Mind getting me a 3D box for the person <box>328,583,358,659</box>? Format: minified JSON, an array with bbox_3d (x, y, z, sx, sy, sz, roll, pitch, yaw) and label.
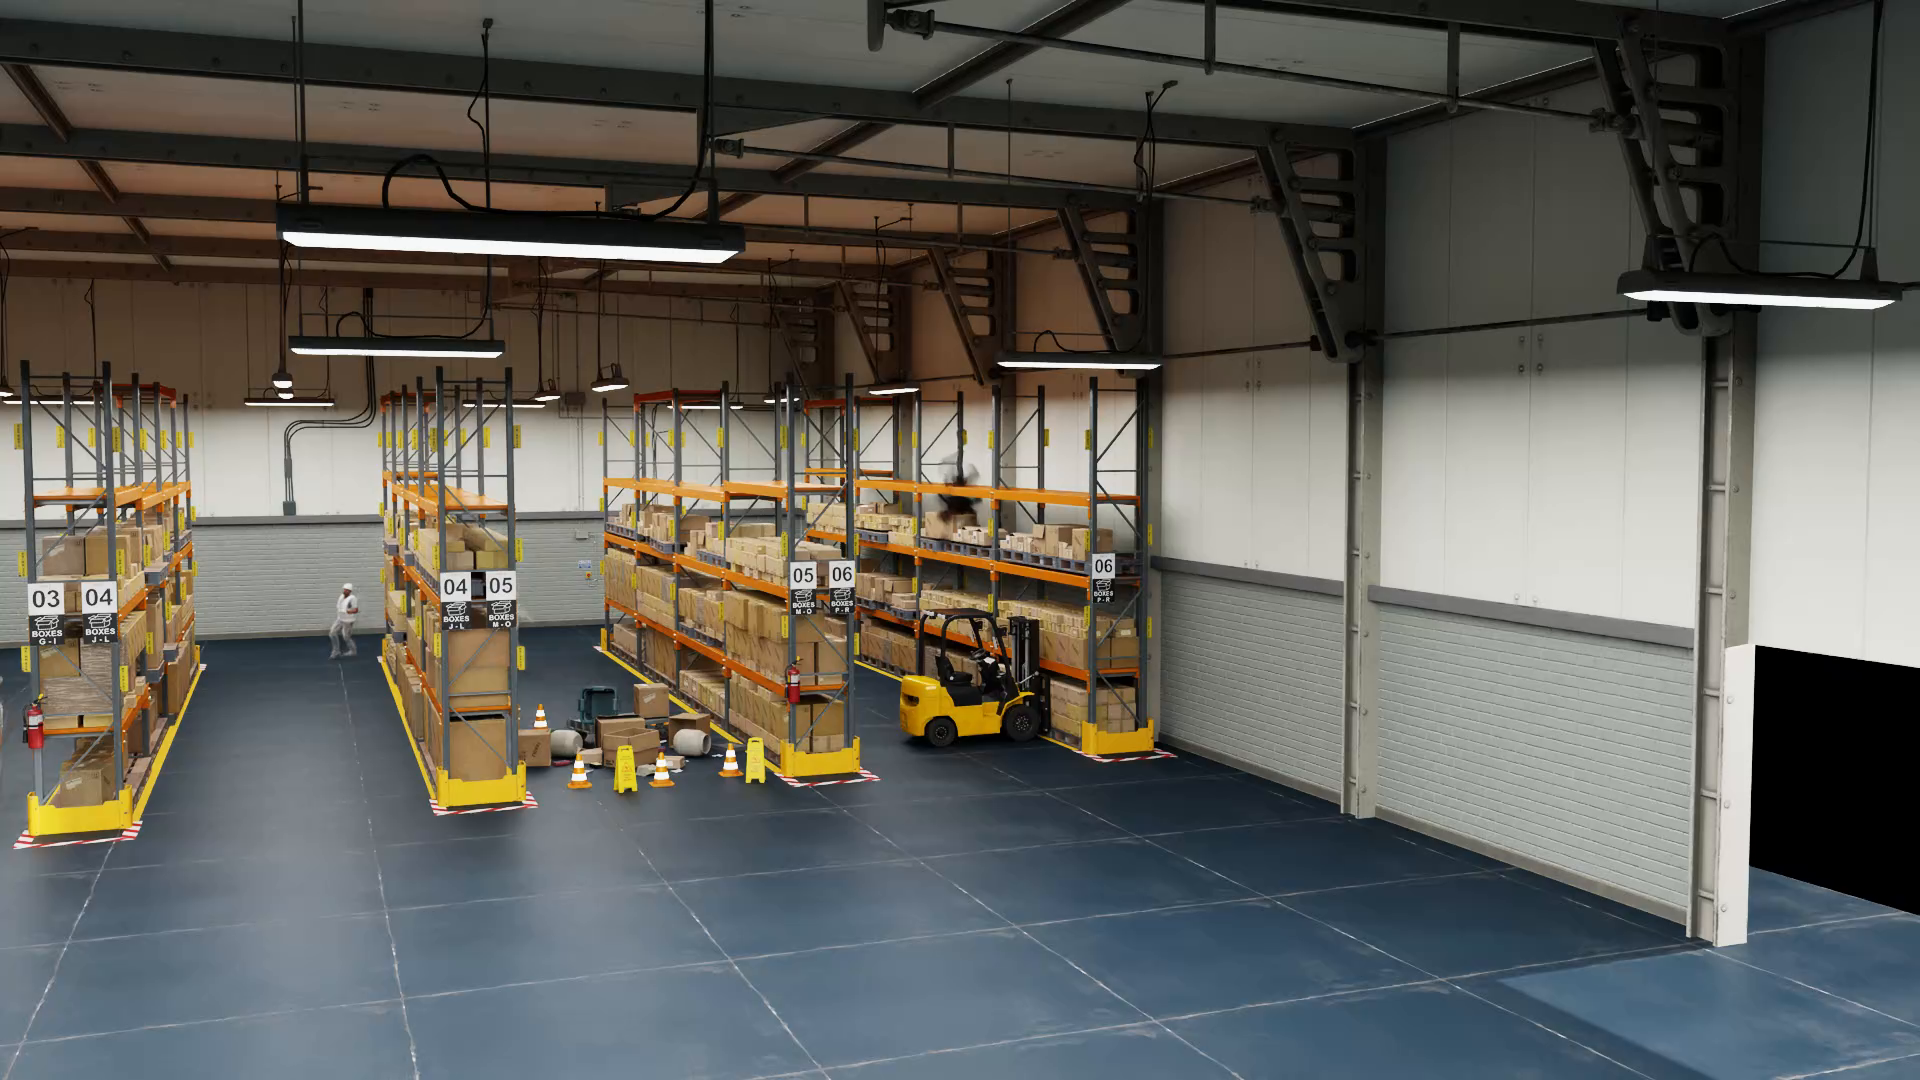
[{"bbox_3d":[-14.031,1.860,38.121,0.757,1.764,0.640,2,4,31],"label":"person"}]
